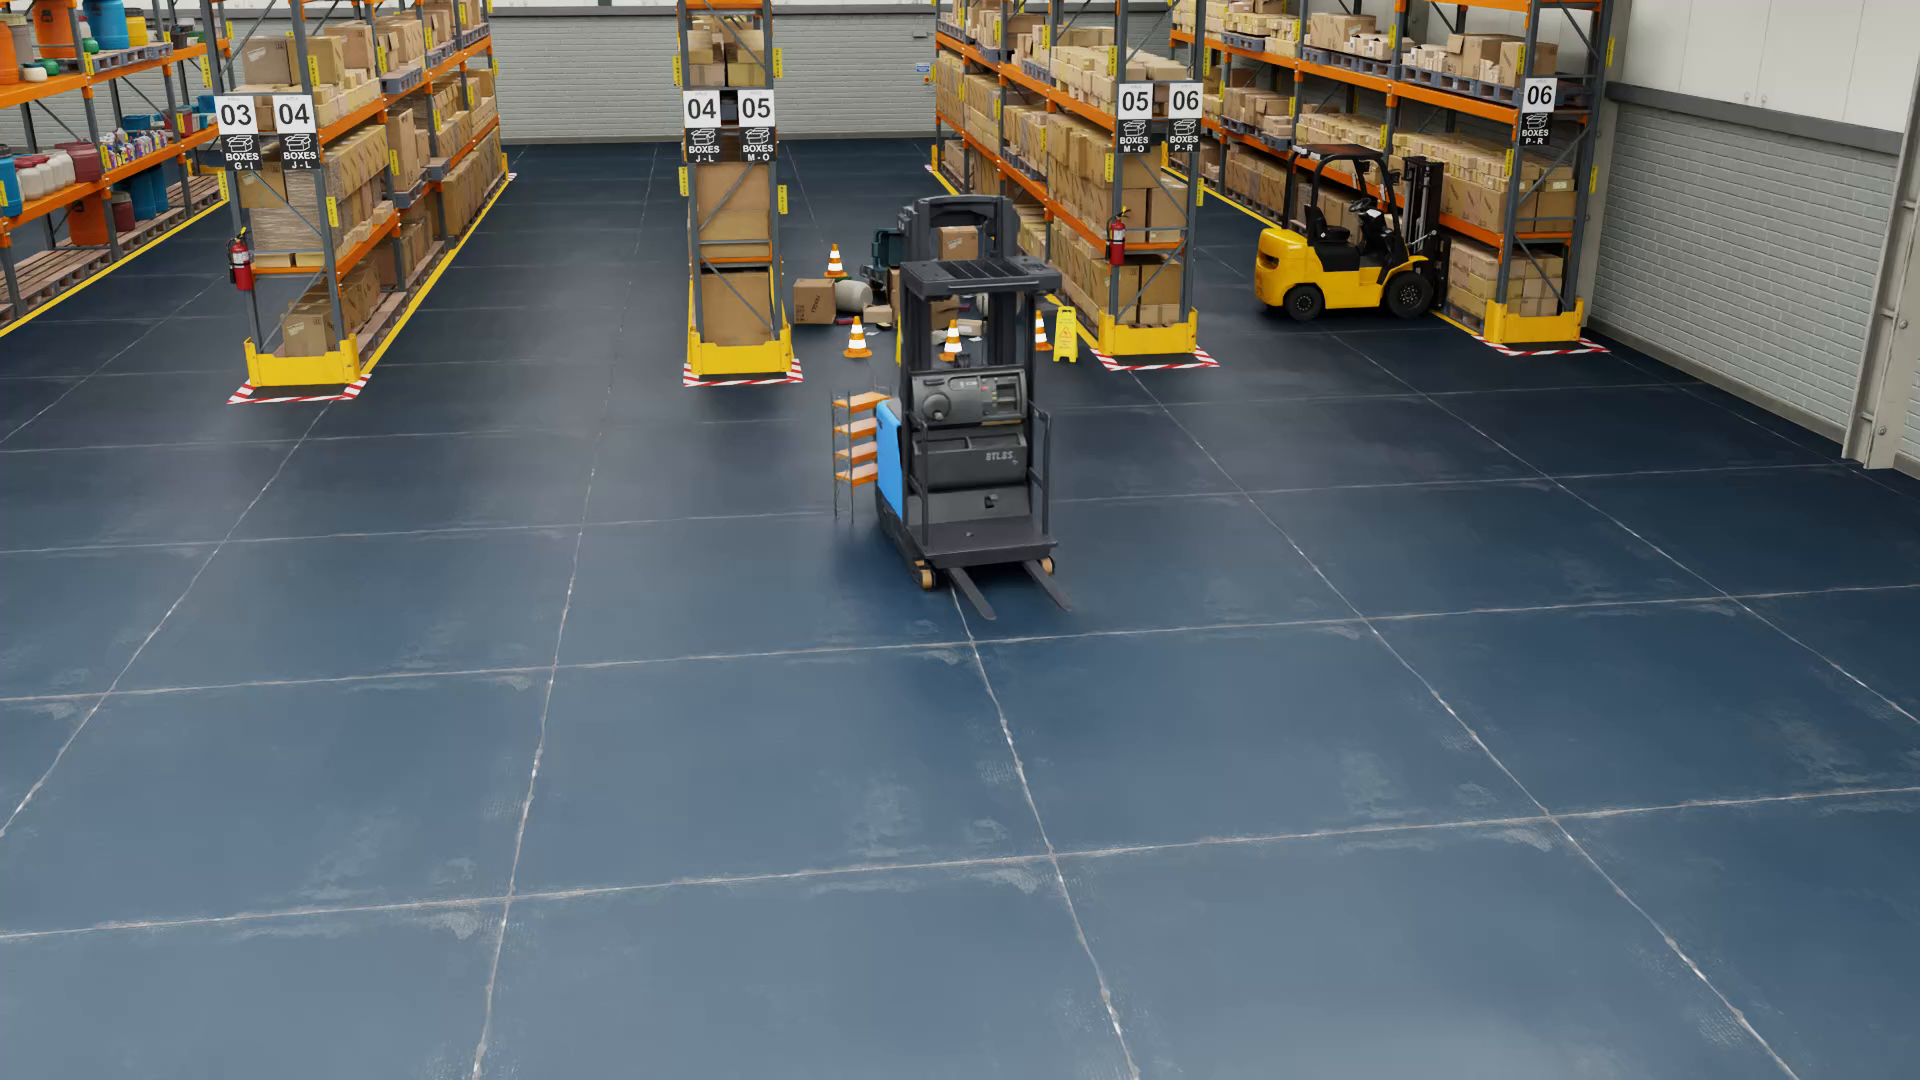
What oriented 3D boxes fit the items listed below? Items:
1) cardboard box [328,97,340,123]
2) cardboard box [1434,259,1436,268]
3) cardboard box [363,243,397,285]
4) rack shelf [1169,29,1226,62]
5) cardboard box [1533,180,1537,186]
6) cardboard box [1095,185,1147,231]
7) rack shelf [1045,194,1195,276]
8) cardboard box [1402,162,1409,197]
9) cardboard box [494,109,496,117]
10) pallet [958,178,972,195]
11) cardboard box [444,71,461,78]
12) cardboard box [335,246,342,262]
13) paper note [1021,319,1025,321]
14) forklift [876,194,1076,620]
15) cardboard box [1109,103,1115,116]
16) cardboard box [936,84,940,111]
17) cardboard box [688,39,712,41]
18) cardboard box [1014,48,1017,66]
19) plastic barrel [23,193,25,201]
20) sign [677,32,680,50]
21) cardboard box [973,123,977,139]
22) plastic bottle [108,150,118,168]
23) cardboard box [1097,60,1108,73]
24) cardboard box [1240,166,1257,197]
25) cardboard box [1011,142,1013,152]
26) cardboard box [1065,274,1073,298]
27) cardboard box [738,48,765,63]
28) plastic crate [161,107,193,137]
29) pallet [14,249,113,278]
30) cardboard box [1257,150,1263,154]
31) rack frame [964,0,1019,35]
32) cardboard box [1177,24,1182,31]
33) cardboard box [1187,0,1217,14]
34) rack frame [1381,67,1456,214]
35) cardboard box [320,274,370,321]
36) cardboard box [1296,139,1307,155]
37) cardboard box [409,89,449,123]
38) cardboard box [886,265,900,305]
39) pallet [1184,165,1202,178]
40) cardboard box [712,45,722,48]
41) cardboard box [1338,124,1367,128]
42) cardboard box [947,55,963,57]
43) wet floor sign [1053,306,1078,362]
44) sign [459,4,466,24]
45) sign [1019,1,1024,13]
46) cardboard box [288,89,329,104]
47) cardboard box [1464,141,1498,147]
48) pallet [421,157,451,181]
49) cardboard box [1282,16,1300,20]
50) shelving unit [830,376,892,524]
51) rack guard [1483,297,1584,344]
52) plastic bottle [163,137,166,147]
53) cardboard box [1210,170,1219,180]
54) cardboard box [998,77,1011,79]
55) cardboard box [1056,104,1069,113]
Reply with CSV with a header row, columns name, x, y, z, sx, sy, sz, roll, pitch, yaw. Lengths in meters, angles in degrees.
name,x,y,z,sx,sy,sz,roll,pitch,yaw
cardboard box,-7.394,-4.898,18.971,0.500,0.250,0.500,-3,21,-9
cardboard box,6.613,-3.778,22.658,0.500,0.250,0.500,-3,21,-8
cardboard box,-8.144,-3.839,23.151,0.700,0.500,0.500,-5,21,-12
rack shelf,5.200,-9.872,33.102,1.077,0.370,4.000,-3,21,-8
cardboard box,7.327,-4.520,20.961,0.380,0.149,0.250,-3,21,-8
cardboard box,1.956,-4.065,20.245,0.500,0.500,0.500,-3,21,-9
rack shelf,2.018,-4.060,21.829,1.077,0.370,4.000,-3,21,-8
cardboard box,6.539,-5.042,23.286,0.500,0.500,0.500,-3,21,-7
cardboard box,-9.390,-8.431,32.860,0.380,0.149,0.250,-3,21,-7
pallet,0.545,-6.821,32.176,1.003,0.211,1.213,-3,21,-8
cardboard box,-9.932,-8.812,32.241,0.500,0.500,0.500,-3,21,-9
cardboard box,-7.322,-3.286,19.085,0.380,0.149,0.250,-3,21,-8
paper note,0.908,-2.918,21.986,0.142,0.019,0.148,-11,23,-26
forklift,0.134,-1.129,13.051,1.130,2.935,3.031,-5,21,-14
cardboard box,1.979,-5.102,19.661,0.380,0.149,0.250,-3,21,-8
cardboard box,-0.215,-9.111,34.180,0.500,0.500,0.500,-3,21,-8
cardboard box,-3.181,-5.953,20.056,0.380,0.149,0.250,-3,21,-7
cardboard box,1.068,-7.611,26.212,0.396,0.266,0.258,-3,21,-8
plastic barrel,-13.017,-4.741,22.822,0.301,0.262,0.301,0,20,0
sign,-3.689,-6.569,22.042,0.100,0.325,0.005,-3,21,-8
cardboard box,0.513,-7.267,29.599,0.500,0.250,0.500,-3,21,-8
plastic bottle,-13.363,-5.993,26.153,0.152,0.276,0.135,-3,21,-8
cardboard box,1.898,-5.822,20.450,0.380,0.149,0.250,-3,21,-8
cardboard box,5.489,-6.601,30.576,0.500,0.500,0.500,-4,21,-9
cardboard box,1.018,-6.235,26.383,0.380,0.149,0.250,-4,21,-11
cardboard box,1.715,-3.413,22.396,0.500,0.250,0.500,-3,21,-8
cardboard box,-2.310,-5.457,18.728,0.380,0.149,0.250,-3,21,-7
plastic crate,-14.011,-7.490,29.806,0.402,0.464,0.583,-3,21,-8
pallet,-13.481,-4.149,25.022,1.003,0.211,1.213,-3,21,-8
cardboard box,5.827,-7.328,31.595,0.380,0.149,0.250,-4,21,-10
rack frame,0.577,-10.670,29.923,1.000,3.000,0.127,-3,21,-8
cardboard box,4.727,-10.662,34.547,0.380,0.149,0.250,-2,21,-7
cardboard box,4.868,-10.688,33.334,0.500,0.250,0.500,-3,21,-9
rack frame,6.641,-5.342,24.231,1.000,3.000,0.127,-3,21,-8
cardboard box,-7.801,-3.066,21.112,0.500,0.500,0.500,-5,21,-13
cardboard box,5.887,-6.490,27.521,0.500,0.250,0.500,-3,21,-8
cardboard box,-8.937,-7.203,27.639,0.797,0.503,0.637,-2,21,-6
cardboard box,-0.595,-3.403,22.414,0.797,0.637,0.503,-3,21,-8
pallet,5.211,-7.466,33.905,1.003,0.211,1.213,-3,21,-8
cardboard box,-3.286,-6.165,21.195,0.500,0.250,0.500,-3,21,-8
cardboard box,6.149,-6.420,26.049,0.380,0.149,0.250,-3,21,-8
cardboard box,-0.050,-9.477,32.804,0.380,0.149,0.250,-3,21,-7
wet floor sign,1.275,-2.482,19.940,0.267,0.644,0.232,4,21,11
sign,-8.694,-9.185,29.047,0.100,0.325,0.005,-3,21,-8
sign,1.113,-9.685,30.385,0.100,0.325,0.005,-3,21,-8
cardboard box,-7.252,-4.929,18.482,0.380,0.149,0.250,-2,21,-7
cardboard box,7.149,-5.382,22.844,0.380,0.149,0.250,-3,21,-9
pallet,-8.445,-5.644,25.314,1.213,0.211,1.003,-3,21,-8
cardboard box,5.895,-9.152,29.335,0.380,0.149,0.250,-2,21,-6
shelving unit,-0.856,-0.798,14.635,0.258,1.200,0.503,19,27,41
rack guard,7.222,-2.777,20.938,1.175,0.500,0.348,-3,21,-8
plastic bottle,-13.710,-6.858,28.575,0.097,0.201,0.097,0,20,0
cardboard box,5.117,-7.151,32.549,0.380,0.149,0.250,-4,21,-9
cardboard box,0.972,-8.054,29.922,0.500,0.500,0.500,-3,21,-7
cardboard box,1.669,-6.609,25.530,0.380,0.149,0.250,-4,21,-10
